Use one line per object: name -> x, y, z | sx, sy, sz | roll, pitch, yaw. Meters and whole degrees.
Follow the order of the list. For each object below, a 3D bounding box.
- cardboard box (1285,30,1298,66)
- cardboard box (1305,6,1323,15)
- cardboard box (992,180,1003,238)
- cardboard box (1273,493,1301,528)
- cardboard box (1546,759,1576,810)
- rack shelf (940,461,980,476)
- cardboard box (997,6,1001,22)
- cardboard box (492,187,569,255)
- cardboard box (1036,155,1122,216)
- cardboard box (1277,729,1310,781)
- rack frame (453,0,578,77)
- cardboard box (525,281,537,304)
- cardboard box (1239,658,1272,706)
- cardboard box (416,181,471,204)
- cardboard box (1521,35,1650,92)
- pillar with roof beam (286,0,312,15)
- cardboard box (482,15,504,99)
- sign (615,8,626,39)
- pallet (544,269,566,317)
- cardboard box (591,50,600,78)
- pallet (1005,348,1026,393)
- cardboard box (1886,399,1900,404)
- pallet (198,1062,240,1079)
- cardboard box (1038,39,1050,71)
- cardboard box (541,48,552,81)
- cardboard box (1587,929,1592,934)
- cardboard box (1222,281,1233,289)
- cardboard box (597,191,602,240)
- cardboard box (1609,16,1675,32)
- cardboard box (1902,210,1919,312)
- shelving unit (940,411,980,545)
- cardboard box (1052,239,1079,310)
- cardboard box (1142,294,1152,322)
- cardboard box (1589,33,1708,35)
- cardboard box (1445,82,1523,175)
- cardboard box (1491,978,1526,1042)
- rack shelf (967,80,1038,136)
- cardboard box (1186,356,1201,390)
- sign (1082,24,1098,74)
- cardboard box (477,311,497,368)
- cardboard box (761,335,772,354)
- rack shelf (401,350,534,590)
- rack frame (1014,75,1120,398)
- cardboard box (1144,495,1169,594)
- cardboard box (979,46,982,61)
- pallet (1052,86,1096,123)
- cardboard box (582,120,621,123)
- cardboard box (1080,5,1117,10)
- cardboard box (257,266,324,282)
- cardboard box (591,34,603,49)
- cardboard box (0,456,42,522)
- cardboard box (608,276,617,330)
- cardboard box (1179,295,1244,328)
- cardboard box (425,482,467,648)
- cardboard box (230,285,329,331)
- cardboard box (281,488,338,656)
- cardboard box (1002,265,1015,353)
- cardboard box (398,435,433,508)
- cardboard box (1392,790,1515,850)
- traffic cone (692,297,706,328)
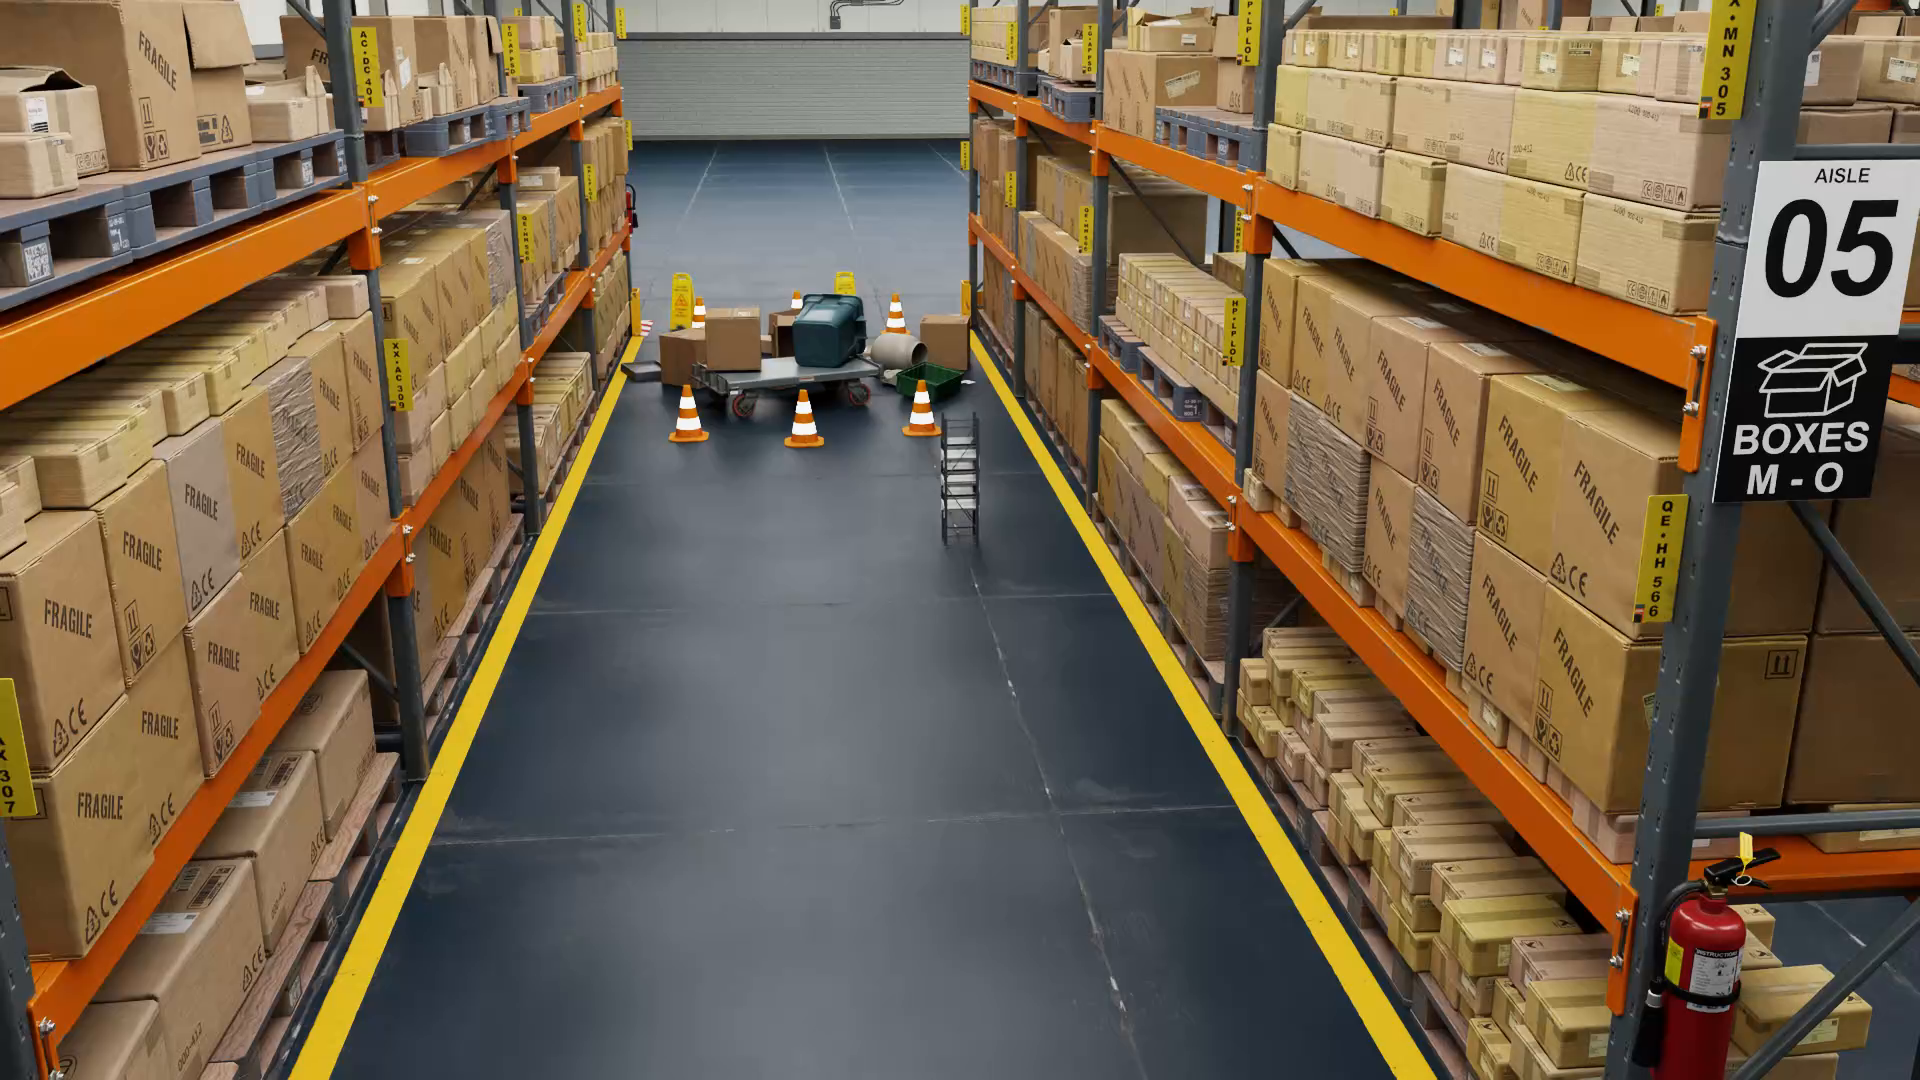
cardboard box -> 1.639, -2.146, 7.248 | 0.380, 0.149, 0.250 | -2, 18, -7
cardboard box -> 1.891, -2.993, 9.749 | 0.396, 0.266, 0.258 | -2, 18, -6
cardboard box -> 0.803, -3.499, 17.565 | 0.875, 0.550, 0.500 | -2, 18, -6
cardboard box -> 1.654, -0.163, 7.608 | 0.380, 0.149, 0.250 | -1, 17, -4
cardboard box -> 1.959, 0.696, 4.872 | 0.380, 0.149, 0.250 | -2, 18, -6
rack shelf -> 0.001, -0.481, 11.518 | 0.258, 0.077, 0.200 | -2, 18, -6
cardboard box -> 0.565, -5.176, 16.369 | 0.380, 0.149, 0.250 | -2, 18, -5
cardboard box -> -3.513, -2.610, 13.619 | 0.500, 0.500, 0.500 | -1, 17, -4
cardboard box -> 1.082, -3.213, 15.066 | 0.700, 0.500, 0.500 | -2, 18, -7
cardboard box -> 1.673, 0.978, 7.613 | 0.380, 0.149, 0.250 | -2, 18, -6
rack frame -> -3.888, -5.515, 14.220 | 1.000, 3.000, 0.127 | -2, 18, -6
cardboard box -> -3.303, -1.812, 12.160 | 0.380, 0.149, 0.250 | -3, 18, -9
cardboard box -> 1.569, 0.684, 8.053 | 0.380, 0.149, 0.250 | -1, 17, -3
cardboard box -> -3.925, -2.639, 12.627 | 0.380, 0.149, 0.250 | -3, 18, -8
cardboard box -> 1.846, -1.367, 4.766 | 0.380, 0.149, 0.250 | -2, 17, -5
pillar with roof beam -> -7.018, -10.025, 28.586 | 9.100, 9.000, 0.400 | -2, 18, -6
cardboard box -> -3.287, -3.034, 10.452 | 0.797, 0.503, 0.637 | -3, 18, -9
sign -> -3.747, -5.709, 18.368 | 0.100, 0.325, 0.005 | -2, 18, -6
pallet -> -3.721, -1.958, 13.226 | 1.003, 0.211, 1.213 | -2, 18, -6
cardboard box -> -3.763, -4.597, 16.057 | 0.500, 0.250, 0.500 | -2, 18, -5
pallet -> 1.024, -1.734, 16.848 | 1.003, 0.211, 1.213 | -2, 18, -6
cardboard box -> 2.422, -0.219, 5.034 | 0.500, 0.500, 0.500 | -1, 17, -4
pallet -> -2.811, 2.017, 4.899 | 1.003, 0.211, 1.213 | -2, 18, -6
cardboard box -> 0.839, -4.263, 14.597 | 0.258, 0.266, 0.396 | -2, 18, -7
cardboard box -> -3.637, -3.892, 13.608 | 0.500, 0.250, 0.500 | -2, 17, -5
cardboard box -> 2.469, 1.505, 5.935 | 0.380, 0.149, 0.250 | -2, 17, -5
cardboard box -> 1.970, -1.654, 11.158 | 0.380, 0.149, 0.250 | -1, 17, -4
cardboard box -> -3.732, -3.131, 15.978 | 0.500, 0.500, 0.500 | -2, 18, -6
cardboard box -> 6.017, -4.216, 14.216 | 0.797, 0.503, 0.637 | -1, 17, -3
cardboard box -> 2.470, -0.762, 4.338 | 0.500, 0.250, 0.500 | -1, 17, -4
shelving unit -> 0.001, -0.427, 11.535 | 0.258, 0.900, 0.210 | -2, 18, -6
cardboard box -> 1.022, -2.115, 13.239 | 0.500, 0.500, 0.500 | -2, 18, -7
cardboard box -> 1.375, -1.481, 10.607 | 0.380, 0.149, 0.250 | -2, 18, -5
cardboard box -> 2.325, -1.616, 5.559 | 0.380, 0.149, 0.250 | -1, 17, -4
cardboard box -> 1.858, -1.293, 5.195 | 0.500, 0.250, 0.500 | -2, 17, -5
cardboard box -> 1.951, 1.530, 5.359 | 0.380, 0.149, 0.250 | -2, 18, -7
rack shelf -> 0.818, -4.519, 17.258 | 1.077, 0.370, 4.000 | -2, 18, -6
cardboard box -> 1.501, -0.954, 9.426 | 0.380, 0.149, 0.250 | -3, 18, -8
sign -> 0.884, -3.345, 11.320 | 0.100, 0.325, 0.005 | -2, 18, -6
cardboard box -> -3.044, -1.187, 9.865 | 0.500, 0.250, 0.500 | -2, 18, -7
cardboard box -> -2.157, -2.156, 18.297 | 0.380, 0.149, 0.250 | 8, 19, 23
rack shelf -> -3.270, -0.522, 9.532 | 1.077, 0.370, 4.000 | -2, 18, -6
rack frame -> 1.025, -2.836, 15.701 | 1.000, 3.000, 0.127 | -2, 18, -6
cardboard box -> 1.422, 0.022, 10.072 | 0.500, 0.500, 0.500 | -2, 18, -7
cardboard box -> 0.408, -5.249, 17.931 | 0.380, 0.149, 0.250 | -2, 18, -5
pallet -> 1.318, -3.175, 12.090 | 1.213, 0.211, 1.003 | -1, 17, -3
cardboard box -> -3.986, -4.214, 17.761 | 0.700, 0.500, 0.500 | -2, 18, -5
cardboard box -> 1.325, -4.894, 15.471 | 0.380, 0.149, 0.250 | -2, 18, -5
cardboard box -> -3.420, -1.073, 8.251 | 0.500, 0.500, 0.500 | -1, 17, -5
cardboard box -> -3.781, -4.988, 16.639 | 0.380, 0.149, 0.250 | -1, 17, -4
cardboard box -> -2.510, -0.102, 4.074 | 0.380, 0.149, 0.250 | -1, 17, -4
cardboard box -> -3.799, -2.397, 16.940 | 0.500, 0.500, 0.500 | -1, 17, -3
cardboard box -> 1.481, -1.318, 9.594 | 0.380, 0.149, 0.250 | -3, 18, -8
cardboard box -> -3.308, 0.093, 9.219 | 0.875, 0.875, 0.875 | -1, 17, -4
cardboard box -> -2.796, -0.939, 6.742 | 0.380, 0.149, 0.250 | -1, 17, -4
cardboard box -> -2.636, 0.116, 6.133 | 0.500, 0.500, 0.500 | -2, 18, -6
cardboard box -> 0.933, -2.480, 17.415 | 0.875, 0.875, 0.875 | -2, 18, -5
cardboard box -> -2.846, -0.337, 7.992 | 0.500, 0.250, 0.500 | -2, 18, -7
cardboard box -> 1.870, 1.076, 6.306 | 0.380, 0.149, 0.250 | -2, 18, -7
traffic cone -> -2.974, -2.546, 19.013 | 0.336, 0.463, 0.334 | -2, 18, -6
